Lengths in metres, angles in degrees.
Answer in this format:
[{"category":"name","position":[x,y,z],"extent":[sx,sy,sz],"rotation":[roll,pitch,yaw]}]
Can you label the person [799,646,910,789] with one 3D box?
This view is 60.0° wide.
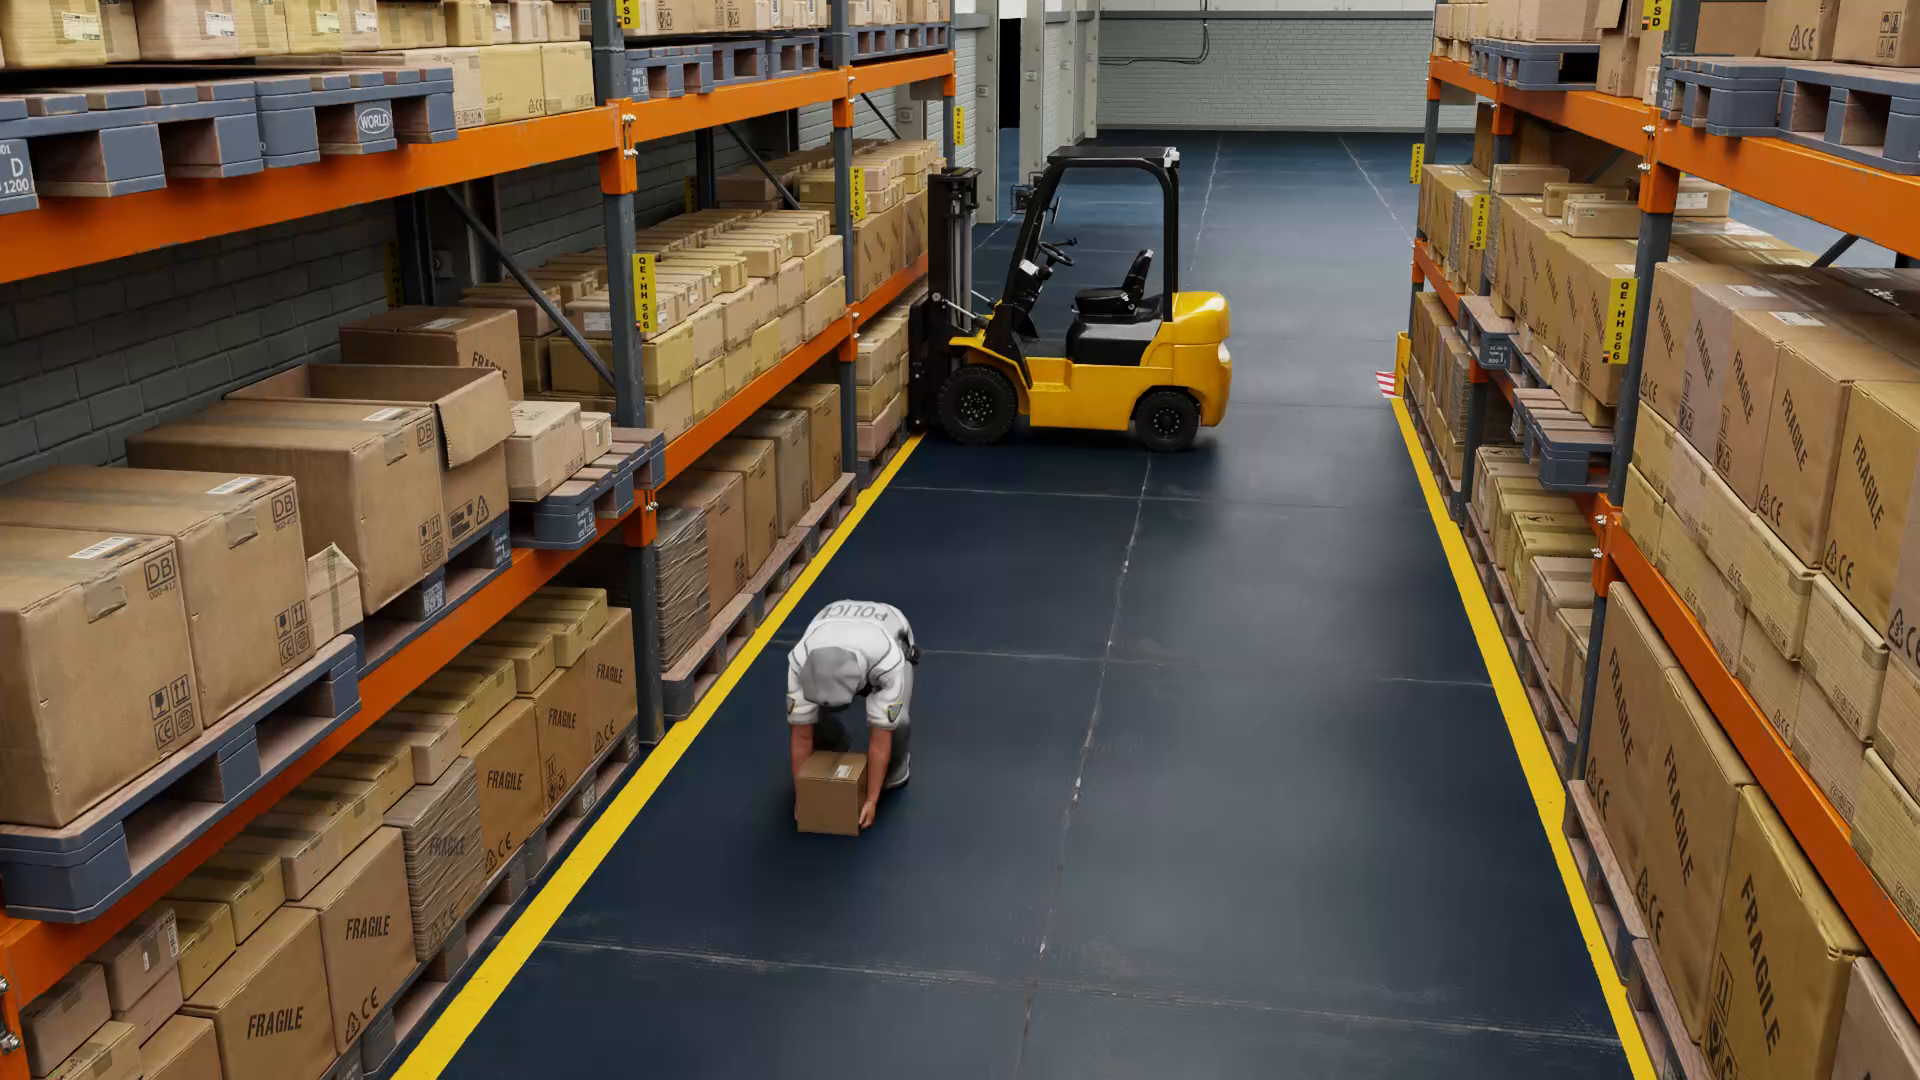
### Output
[{"category":"person","position":[-0.481,0.712,6.892],"extent":[0.449,0.803,0.858],"rotation":[4,18,11]}]
